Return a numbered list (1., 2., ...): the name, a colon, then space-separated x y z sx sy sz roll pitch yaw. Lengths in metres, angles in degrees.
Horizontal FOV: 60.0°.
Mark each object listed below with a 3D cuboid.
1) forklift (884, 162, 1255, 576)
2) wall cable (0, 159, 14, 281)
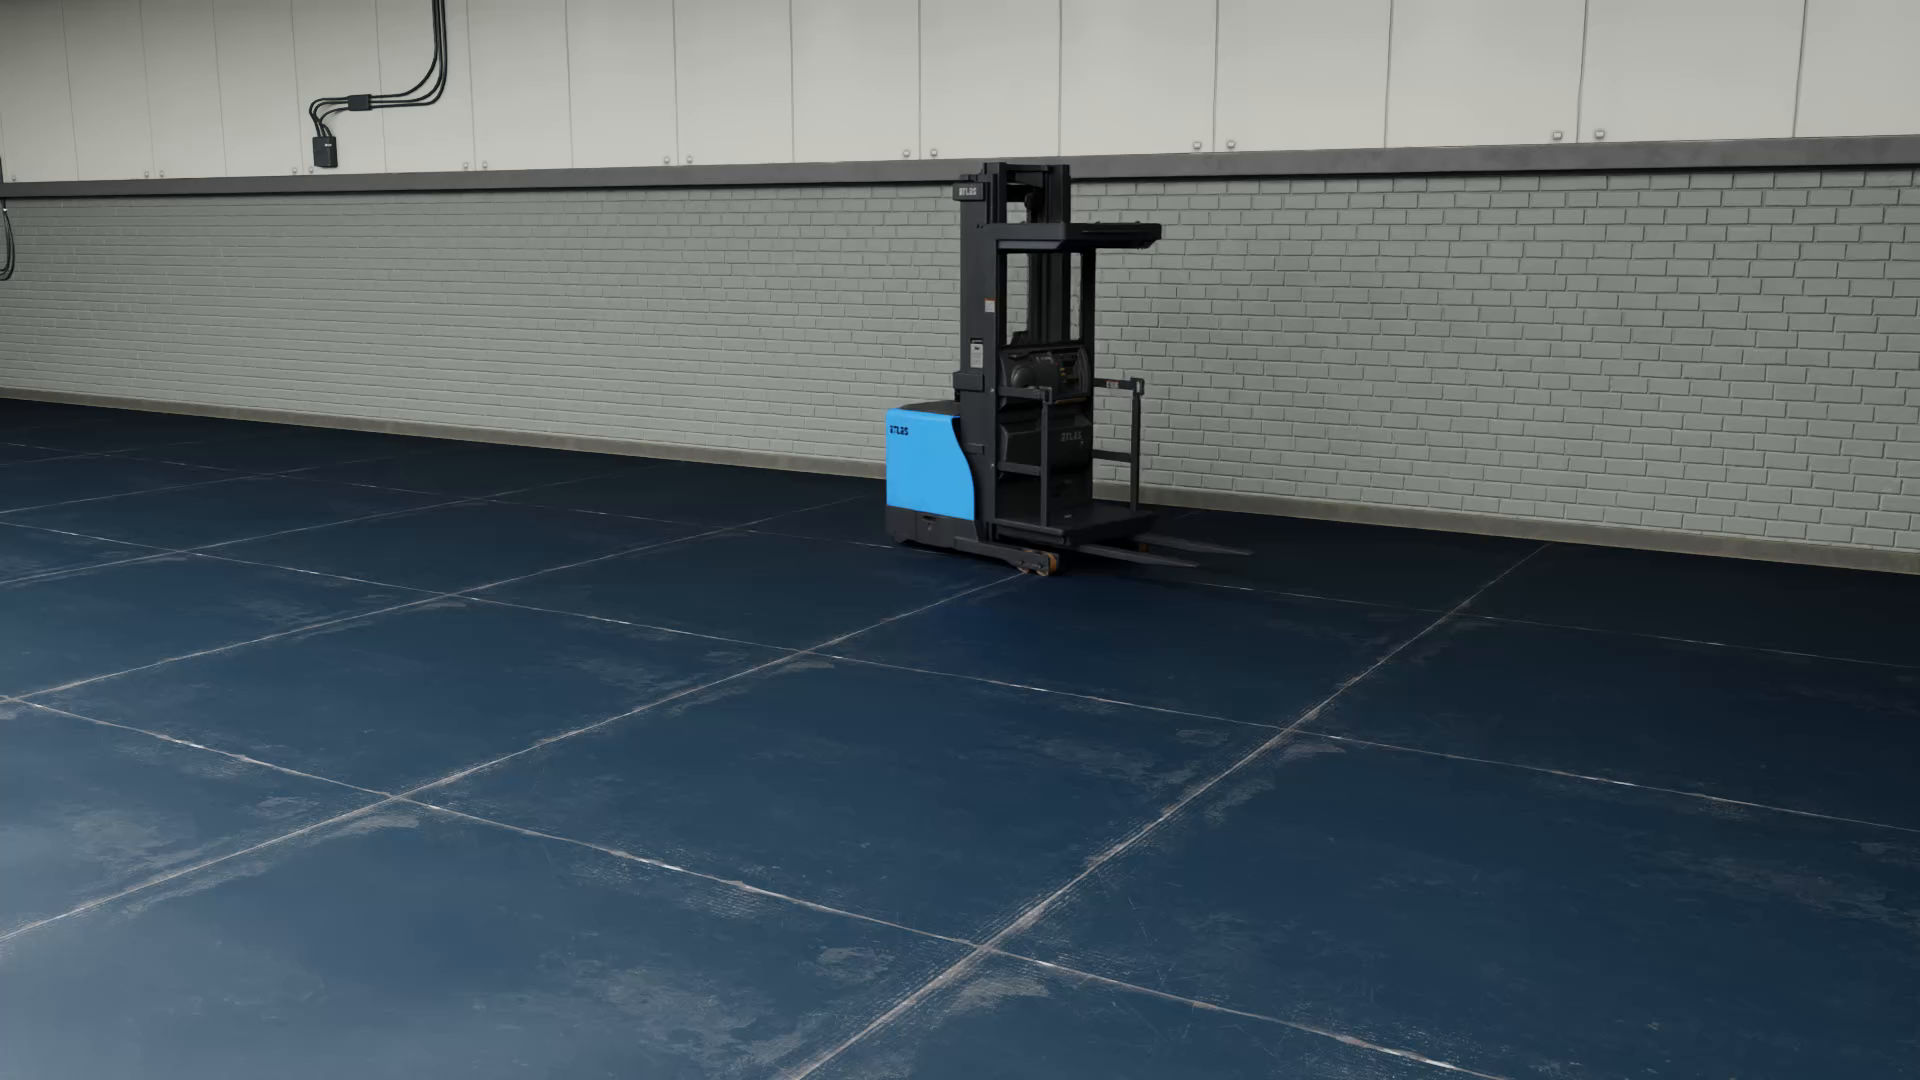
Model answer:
1. forklift: 0.784 -1.287 12.276 1.130 2.935 3.031 -10 15 -43
2. wall cable: -14.930 -5.082 24.497 3.097 2.526 0.112 6 12 31
